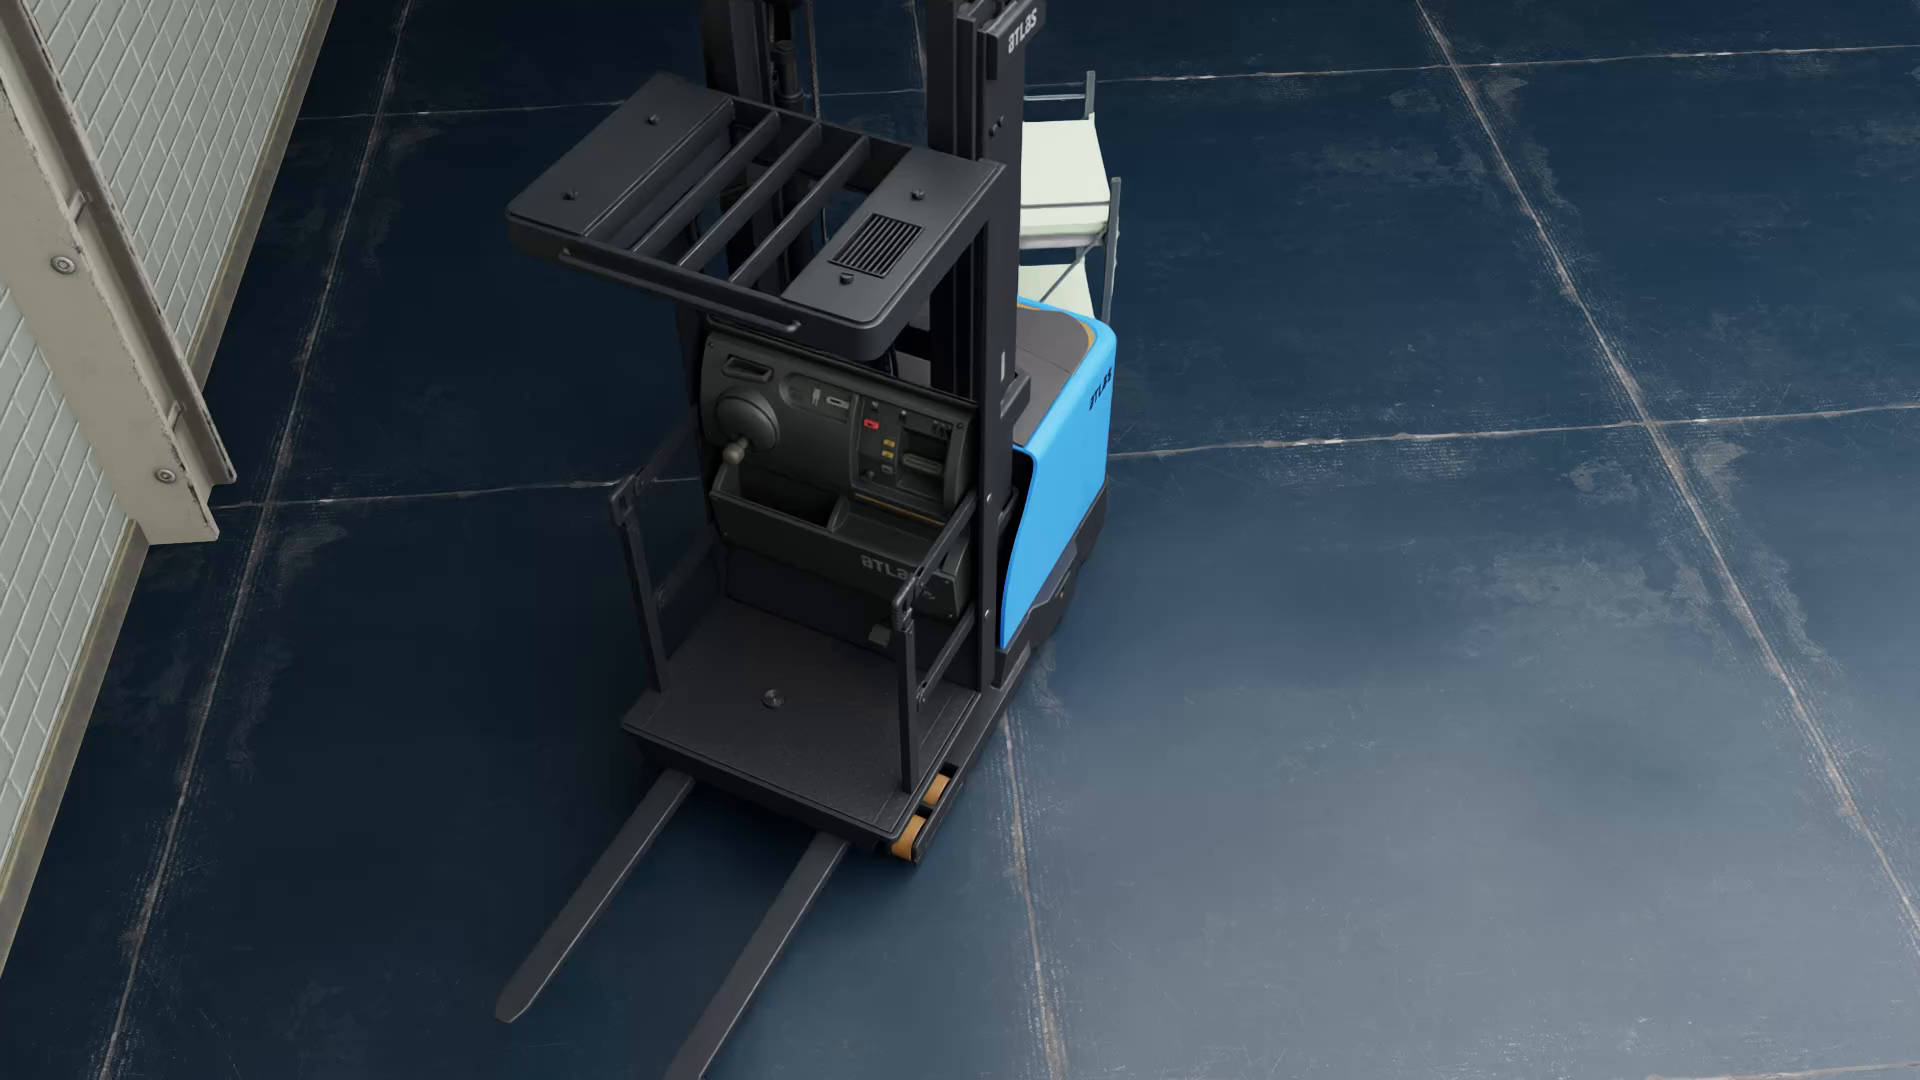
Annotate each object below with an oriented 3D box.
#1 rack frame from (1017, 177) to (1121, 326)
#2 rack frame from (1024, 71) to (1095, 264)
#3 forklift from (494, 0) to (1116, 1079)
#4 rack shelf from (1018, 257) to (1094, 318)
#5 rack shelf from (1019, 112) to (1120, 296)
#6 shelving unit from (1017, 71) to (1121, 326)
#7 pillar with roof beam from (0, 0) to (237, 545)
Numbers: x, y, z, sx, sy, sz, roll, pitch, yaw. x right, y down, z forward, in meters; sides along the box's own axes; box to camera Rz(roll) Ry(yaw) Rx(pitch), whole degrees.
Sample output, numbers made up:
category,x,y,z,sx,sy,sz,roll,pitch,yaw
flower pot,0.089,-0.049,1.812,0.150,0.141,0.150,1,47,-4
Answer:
category,x,y,z,sx,sy,sz,roll,pitch,yaw
rack frame,0.387,-0.791,6.603,0.400,1.500,0.023,-3,47,-3
rack frame,0.334,-1.321,7.105,0.400,1.500,0.023,-3,47,-3
forklift,-0.497,-0.257,5.111,1.130,2.935,3.031,19,50,17
rack shelf,0.360,-0.832,7.091,0.431,0.370,0.720,-3,47,-3
rack shelf,0.361,-1.325,6.571,0.431,0.370,0.720,-3,47,-3
shelving unit,0.360,-1.056,6.854,0.431,1.500,0.755,-3,47,-3
pillar with roof beam,1.043,-3.488,3.992,9.100,9.000,0.400,-3,47,-3
